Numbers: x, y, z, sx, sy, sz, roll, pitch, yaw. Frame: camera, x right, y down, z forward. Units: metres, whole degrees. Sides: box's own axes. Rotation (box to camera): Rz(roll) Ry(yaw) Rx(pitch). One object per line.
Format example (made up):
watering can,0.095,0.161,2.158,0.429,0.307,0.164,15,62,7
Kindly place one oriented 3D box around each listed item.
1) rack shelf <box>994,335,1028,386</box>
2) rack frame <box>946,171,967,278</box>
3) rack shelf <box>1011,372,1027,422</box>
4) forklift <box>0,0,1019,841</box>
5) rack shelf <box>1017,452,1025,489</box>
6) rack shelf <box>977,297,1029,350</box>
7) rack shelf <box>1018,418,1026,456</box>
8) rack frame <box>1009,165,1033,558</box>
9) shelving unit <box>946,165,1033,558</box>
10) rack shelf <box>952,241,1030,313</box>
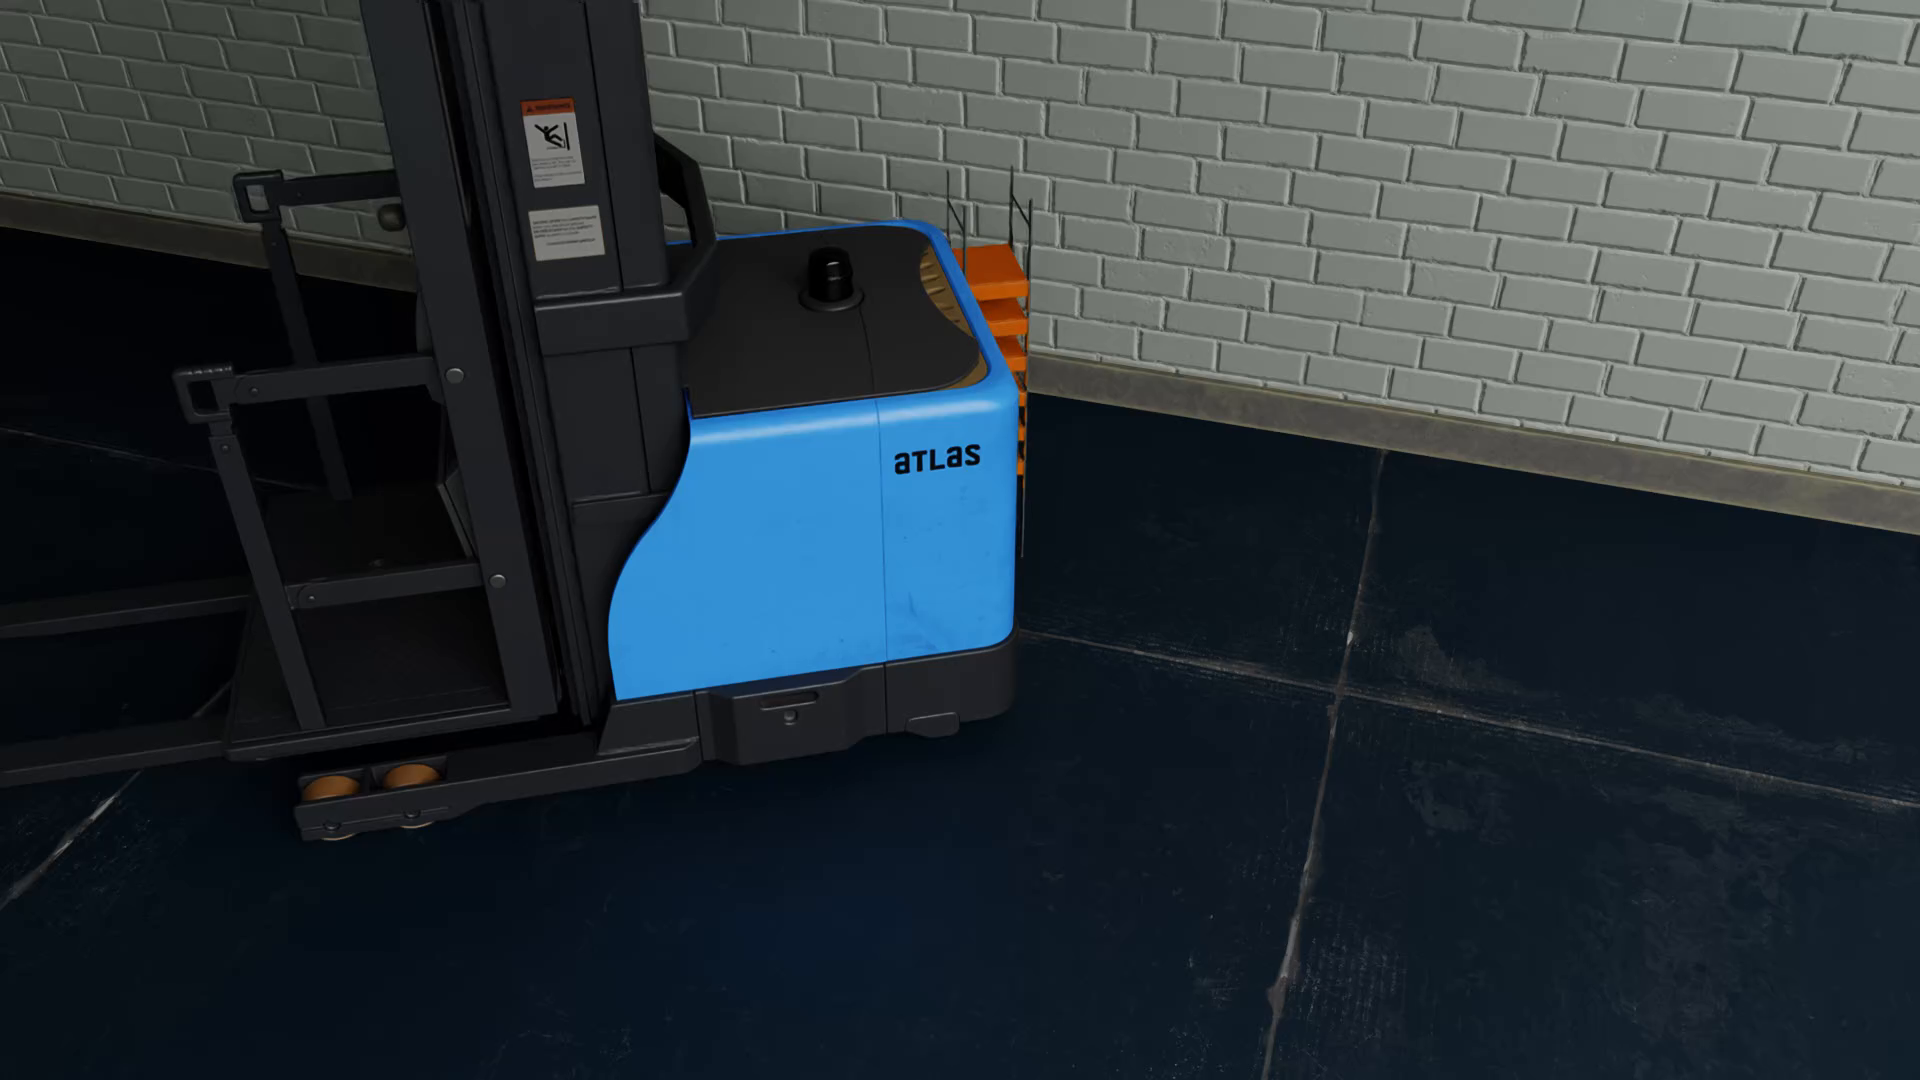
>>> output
rack shelf,0.079,-0.545,4.851,0.180,0.103,0.258,-7,37,-10
rack frame,-0.011,-0.473,4.881,0.006,1.200,0.240,-7,37,-10
rack shelf,0.079,-0.449,4.923,0.180,0.103,0.258,-7,37,-10
forklift,-1.417,-0.763,3.814,3.031,2.935,1.130,-8,37,-10
rack shelf,0.079,-0.256,5.065,0.180,0.103,0.258,-7,37,-10
rack shelf,0.079,-0.642,4.780,0.180,0.103,0.258,-7,37,-10
rack shelf,0.079,-0.352,4.994,0.180,0.103,0.258,-7,37,-10
rack frame,0.168,-0.496,4.912,0.006,1.200,0.240,-7,37,-10
shelving unit,0.079,-0.485,4.896,0.189,1.200,0.258,-7,37,-10
rack shelf,0.079,-0.739,4.709,0.180,0.103,0.258,-7,37,-10
